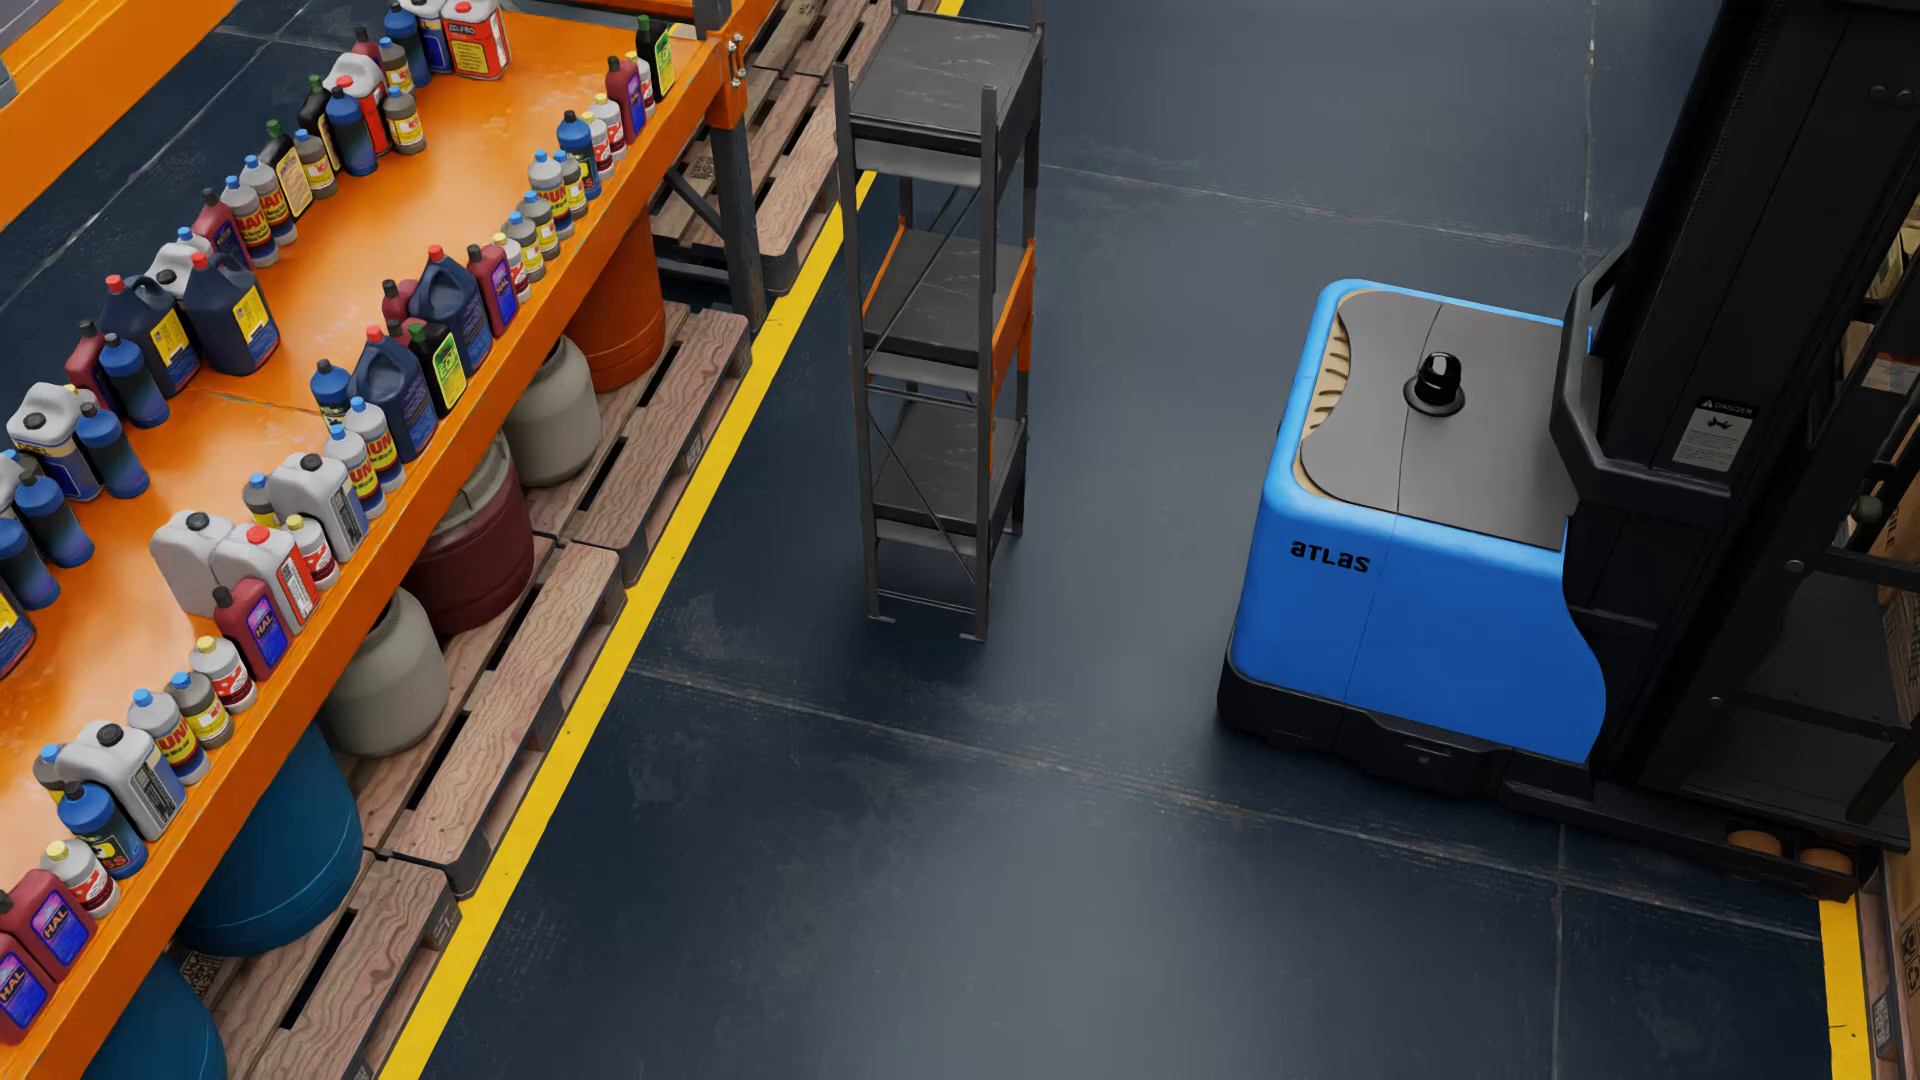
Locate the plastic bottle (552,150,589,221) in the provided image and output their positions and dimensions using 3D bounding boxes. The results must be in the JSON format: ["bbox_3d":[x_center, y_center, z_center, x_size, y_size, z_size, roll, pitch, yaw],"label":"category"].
[{"bbox_3d":[-1.136,-1.030,4.791,0.097,0.201,0.097,0,49,0],"label":"plastic bottle"}]

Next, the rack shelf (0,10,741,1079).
[{"bbox_3d":[-1.782,-0.246,4.446,1.077,0.370,4.000,12,50,10],"label":"rack shelf"}]

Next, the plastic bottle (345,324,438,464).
[{"bbox_3d":[-1.417,-0.374,4.112,0.144,0.351,0.185,12,50,10],"label":"plastic bottle"}]

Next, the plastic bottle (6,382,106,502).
[{"bbox_3d":[-2.191,-0.239,4.043,0.152,0.276,0.135,12,50,10],"label":"plastic bottle"}]

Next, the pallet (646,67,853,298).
[{"bbox_3d":[-1.014,-1.561,6.987,1.003,0.211,1.213,12,50,10],"label":"pallet"}]

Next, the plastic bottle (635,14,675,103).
[{"bbox_3d":[-0.950,-1.515,5.164,0.061,0.283,0.133,12,50,10],"label":"plastic bottle"}]

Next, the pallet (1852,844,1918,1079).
[{"bbox_3d":[2.966,1.385,4.387,1.003,0.211,1.213,12,50,10],"label":"pallet"}]

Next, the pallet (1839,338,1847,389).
[{"bbox_3d":[3.777,-0.615,6.152,1.003,0.211,1.213,12,50,10],"label":"pallet"}]

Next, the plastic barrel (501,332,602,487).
[{"bbox_3d":[-1.430,-0.463,5.537,0.421,0.512,0.421,0,49,0],"label":"plastic barrel"}]

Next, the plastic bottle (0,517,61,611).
[{"bbox_3d":[-2.162,0.038,3.801,0.097,0.271,0.097,0,49,0],"label":"plastic bottle"}]

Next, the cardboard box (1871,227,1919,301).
[{"bbox_3d":[3.423,-0.793,5.629,0.500,0.311,0.500,13,50,11],"label":"cardboard box"}]

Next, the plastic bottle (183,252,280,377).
[{"bbox_3d":[-1.910,-0.615,4.325,0.144,0.351,0.185,12,50,10],"label":"plastic bottle"}]

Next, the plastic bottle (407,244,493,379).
[{"bbox_3d":[-1.333,-0.604,4.315,0.144,0.351,0.185,12,50,10],"label":"plastic bottle"}]

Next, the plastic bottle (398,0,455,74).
[{"bbox_3d":[-1.681,-1.640,5.280,0.152,0.276,0.135,12,50,10],"label":"plastic bottle"}]

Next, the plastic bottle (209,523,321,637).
[{"bbox_3d":[-1.575,0.074,3.766,0.152,0.276,0.135,12,50,10],"label":"plastic bottle"}]

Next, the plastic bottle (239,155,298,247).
[{"bbox_3d":[-1.955,-0.962,4.684,0.097,0.271,0.097,0,49,0],"label":"plastic bottle"}]

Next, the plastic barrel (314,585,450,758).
[{"bbox_3d":[-1.727,0.354,4.816,0.421,0.512,0.421,0,49,0],"label":"plastic barrel"}]

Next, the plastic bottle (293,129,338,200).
[{"bbox_3d":[-1.895,-1.106,4.858,0.097,0.201,0.097,0,49,0],"label":"plastic bottle"}]

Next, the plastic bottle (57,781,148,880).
[{"bbox_3d":[-1.726,0.570,3.332,0.097,0.271,0.097,0,49,0],"label":"plastic bottle"}]

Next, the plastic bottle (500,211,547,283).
[{"bbox_3d":[-1.213,-0.819,4.605,0.097,0.201,0.097,0,49,0],"label":"plastic bottle"}]

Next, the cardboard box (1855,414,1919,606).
[{"bbox_3d":[3.127,0.004,5.120,0.500,0.500,0.500,13,50,12],"label":"cardboard box"}]

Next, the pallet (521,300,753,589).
[{"bbox_3d":[-1.422,-0.429,5.988,1.003,0.211,1.213,12,50,10],"label":"pallet"}]

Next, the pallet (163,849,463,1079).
[{"bbox_3d":[-2.065,1.335,4.431,1.003,0.211,1.213,12,50,10],"label":"pallet"}]

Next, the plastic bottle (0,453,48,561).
[{"bbox_3d":[-2.252,-0.072,3.895,0.152,0.276,0.135,12,50,10],"label":"plastic bottle"}]

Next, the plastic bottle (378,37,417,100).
[{"bbox_3d":[-1.763,-1.467,5.176,0.097,0.201,0.097,0,49,0],"label":"plastic bottle"}]

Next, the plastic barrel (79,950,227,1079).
[{"bbox_3d":[-2.148,1.128,3.873,0.600,0.901,0.708,12,50,10],"label":"plastic barrel"}]

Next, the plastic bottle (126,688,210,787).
[{"bbox_3d":[-1.665,0.402,3.480,0.097,0.271,0.097,0,49,0],"label":"plastic bottle"}]

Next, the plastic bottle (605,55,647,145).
[{"bbox_3d":[-1.011,-1.348,5.017,0.061,0.283,0.133,12,50,10],"label":"plastic bottle"}]

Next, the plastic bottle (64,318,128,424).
[{"bbox_3d":[-2.174,-0.418,4.196,0.061,0.283,0.133,12,50,10],"label":"plastic bottle"}]

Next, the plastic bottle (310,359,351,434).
[{"bbox_3d":[-1.545,-0.340,4.135,0.097,0.271,0.097,0,49,0],"label":"plastic bottle"}]

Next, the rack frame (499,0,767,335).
[{"bbox_3d":[-1.255,-1.931,5.453,1.000,3.000,0.127,12,50,10],"label":"rack frame"}]

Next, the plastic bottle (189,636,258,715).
[{"bbox_3d":[-1.614,0.285,3.630,0.097,0.201,0.097,0,49,0],"label":"plastic bottle"}]

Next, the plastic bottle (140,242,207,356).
[{"bbox_3d":[-2.046,-0.637,4.395,0.152,0.276,0.135,12,50,10],"label":"plastic bottle"}]

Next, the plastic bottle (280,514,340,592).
[{"bbox_3d":[-1.518,0.021,3.864,0.097,0.201,0.097,0,49,0],"label":"plastic bottle"}]

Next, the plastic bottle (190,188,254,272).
[{"bbox_3d":[-2.029,-0.816,4.547,0.061,0.283,0.133,12,50,10],"label":"plastic bottle"}]

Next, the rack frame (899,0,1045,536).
[{"bbox_3d":[0.021,-0.752,5.013,0.400,2.100,0.015,12,50,10],"label":"rack frame"}]

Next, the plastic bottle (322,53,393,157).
[{"bbox_3d":[-1.803,-1.306,4.984,0.152,0.276,0.135,12,50,10],"label":"plastic bottle"}]

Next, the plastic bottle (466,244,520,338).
[{"bbox_3d":[-1.251,-0.689,4.435,0.061,0.283,0.133,12,50,10],"label":"plastic bottle"}]

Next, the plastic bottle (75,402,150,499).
[{"bbox_3d":[-2.066,-0.227,4.035,0.097,0.271,0.097,0,49,0],"label":"plastic bottle"}]

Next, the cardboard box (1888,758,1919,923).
[{"bbox_3d":[2.858,0.746,4.465,0.500,0.500,0.500,11,49,10],"label":"cardboard box"}]

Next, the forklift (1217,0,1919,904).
[{"bbox_3d":[2.379,-0.376,4.127,3.031,2.935,1.130,14,50,12],"label":"forklift"}]

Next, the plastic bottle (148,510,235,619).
[{"bbox_3d":[-1.722,0.044,3.793,0.152,0.276,0.135,12,50,10],"label":"plastic bottle"}]

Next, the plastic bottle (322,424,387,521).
[{"bbox_3d":[-1.457,-0.170,3.986,0.097,0.271,0.097,0,49,0],"label":"plastic bottle"}]

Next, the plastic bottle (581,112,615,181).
[{"bbox_3d":[-1.084,-1.171,4.915,0.097,0.201,0.097,0,49,0],"label":"plastic bottle"}]

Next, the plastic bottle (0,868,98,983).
[{"bbox_3d":[-1.765,0.724,3.188,0.061,0.283,0.133,12,50,10],"label":"plastic bottle"}]

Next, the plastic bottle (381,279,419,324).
[{"bbox_3d":[-1.439,-0.583,4.342,0.061,0.283,0.133,12,50,10],"label":"plastic bottle"}]

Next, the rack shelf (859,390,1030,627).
[{"bbox_3d":[-0.044,-0.103,5.392,0.431,0.518,0.480,12,50,10],"label":"rack shelf"}]

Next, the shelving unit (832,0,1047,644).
[{"bbox_3d":[-0.044,-0.575,4.857,0.431,2.100,0.503,12,50,10],"label":"shelving unit"}]

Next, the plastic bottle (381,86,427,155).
[{"bbox_3d":[-1.677,-1.270,5.003,0.097,0.201,0.097,0,49,0],"label":"plastic bottle"}]
